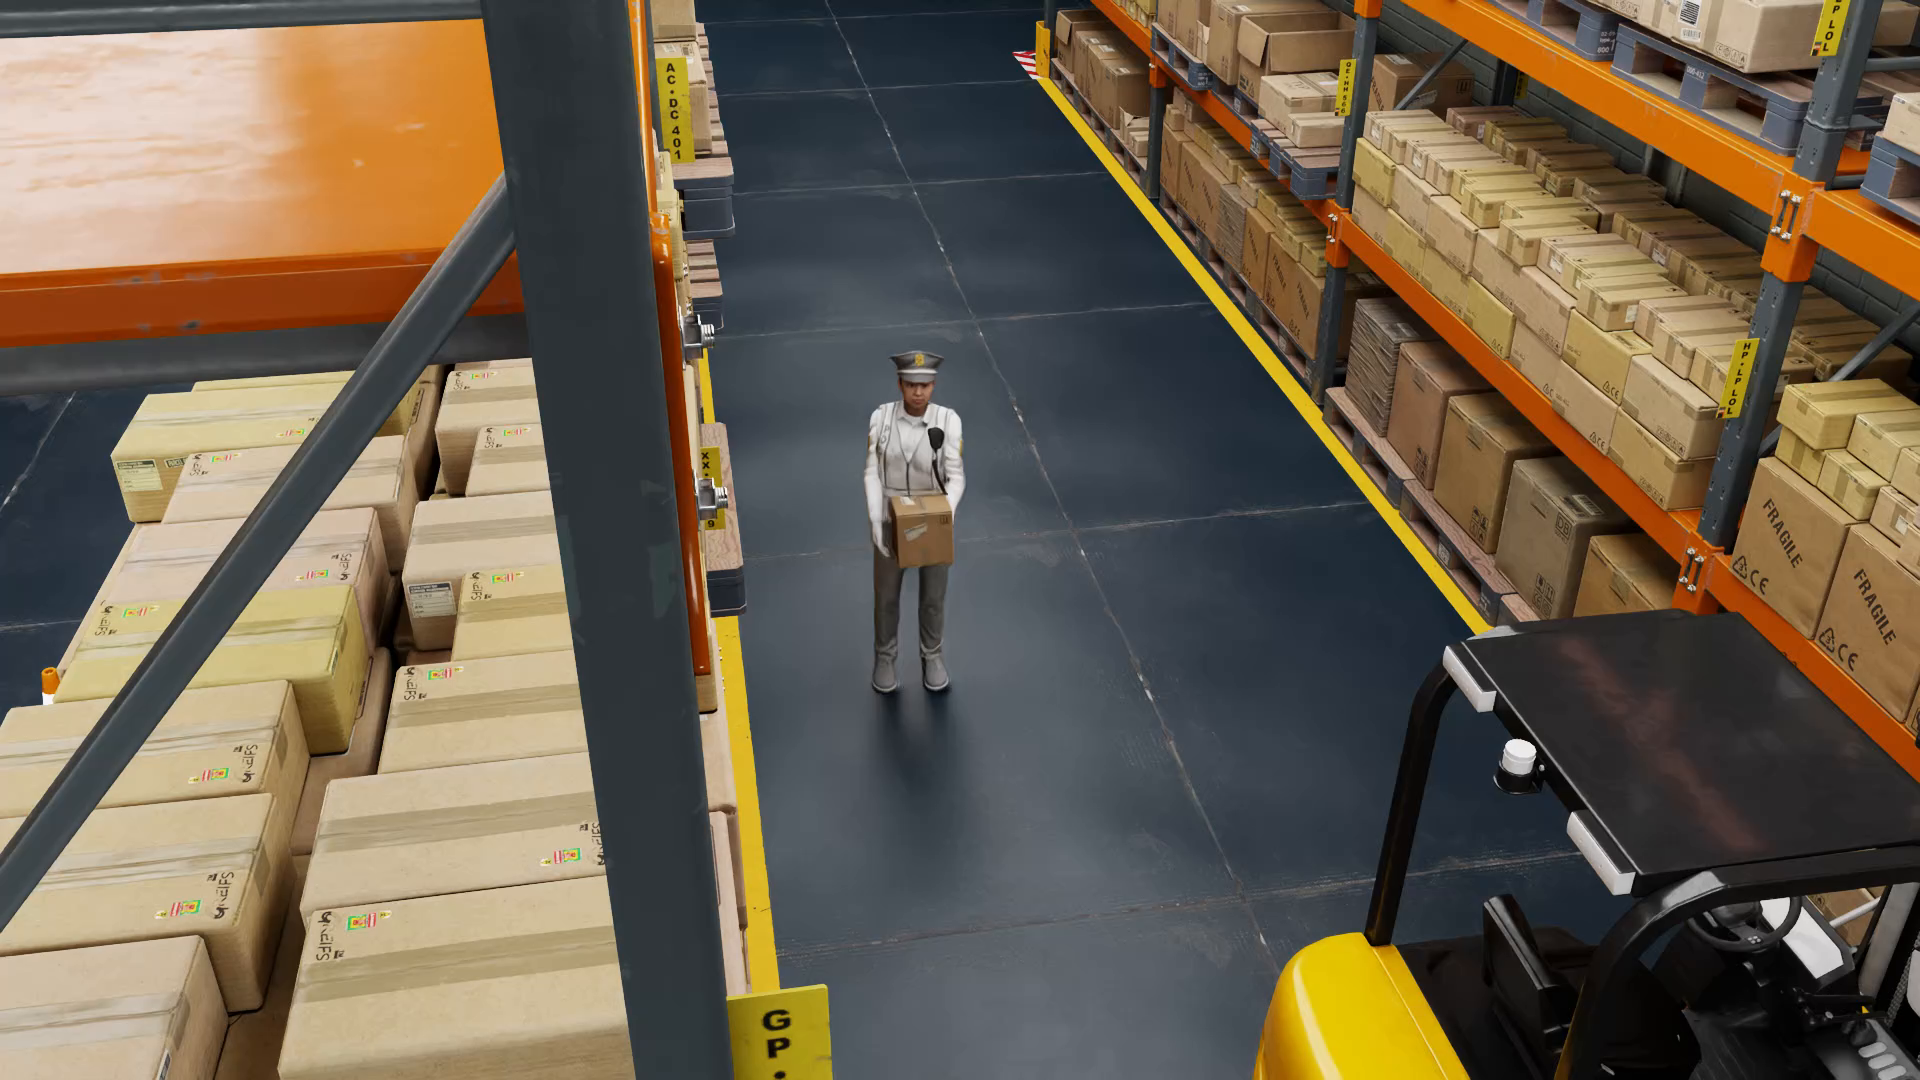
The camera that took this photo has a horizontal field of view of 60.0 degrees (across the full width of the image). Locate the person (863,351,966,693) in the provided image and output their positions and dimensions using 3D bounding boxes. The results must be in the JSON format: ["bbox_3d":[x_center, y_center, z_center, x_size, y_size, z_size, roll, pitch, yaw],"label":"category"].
[{"bbox_3d":[-0.209,-0.065,7.705,0.469,1.698,0.549,2,31,3],"label":"person"}]
